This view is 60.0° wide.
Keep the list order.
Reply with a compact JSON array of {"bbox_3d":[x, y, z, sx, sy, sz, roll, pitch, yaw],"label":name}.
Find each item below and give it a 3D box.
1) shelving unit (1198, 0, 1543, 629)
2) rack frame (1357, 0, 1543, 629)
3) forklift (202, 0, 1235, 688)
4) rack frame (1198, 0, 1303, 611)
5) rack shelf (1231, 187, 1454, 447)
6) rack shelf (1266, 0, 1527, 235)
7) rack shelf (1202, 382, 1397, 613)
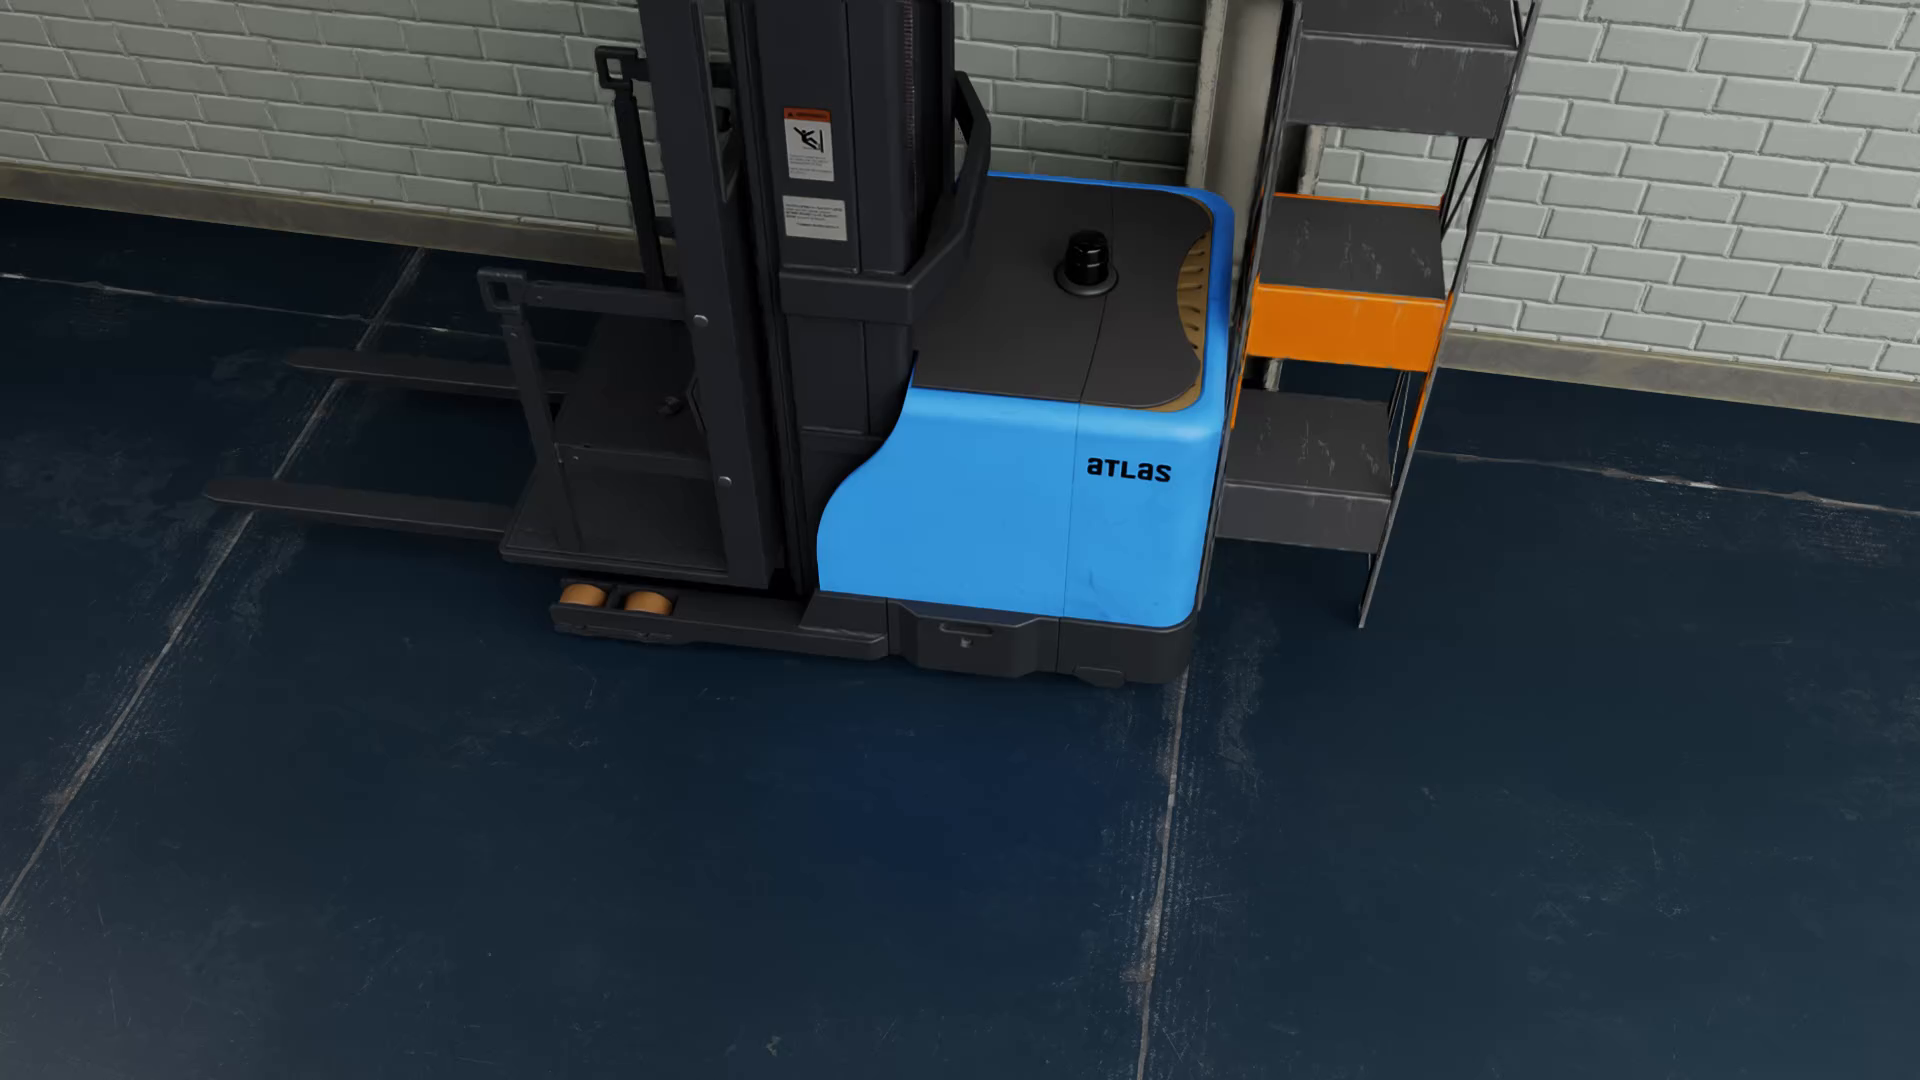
[{"bbox_3d":[0.994,-0.608,4.385,0.503,2.100,0.431,6,48,5],"label":"shelving unit"},{"bbox_3d":[1.235,-0.582,4.361,0.015,2.100,0.400,6,48,5],"label":"rack frame"},{"bbox_3d":[-0.772,-1.054,4.227,3.031,2.935,1.130,6,48,5],"label":"forklift"},{"bbox_3d":[0.752,-0.634,4.408,0.015,2.100,0.400,6,48,5],"label":"rack frame"},{"bbox_3d":[0.994,-0.599,4.395,0.480,0.518,0.431,6,48,5],"label":"rack shelf"},{"bbox_3d":[0.994,-1.067,3.874,0.480,0.518,0.431,6,48,5],"label":"rack shelf"},{"bbox_3d":[0.994,-0.131,4.915,0.480,0.518,0.431,6,48,5],"label":"rack shelf"}]
